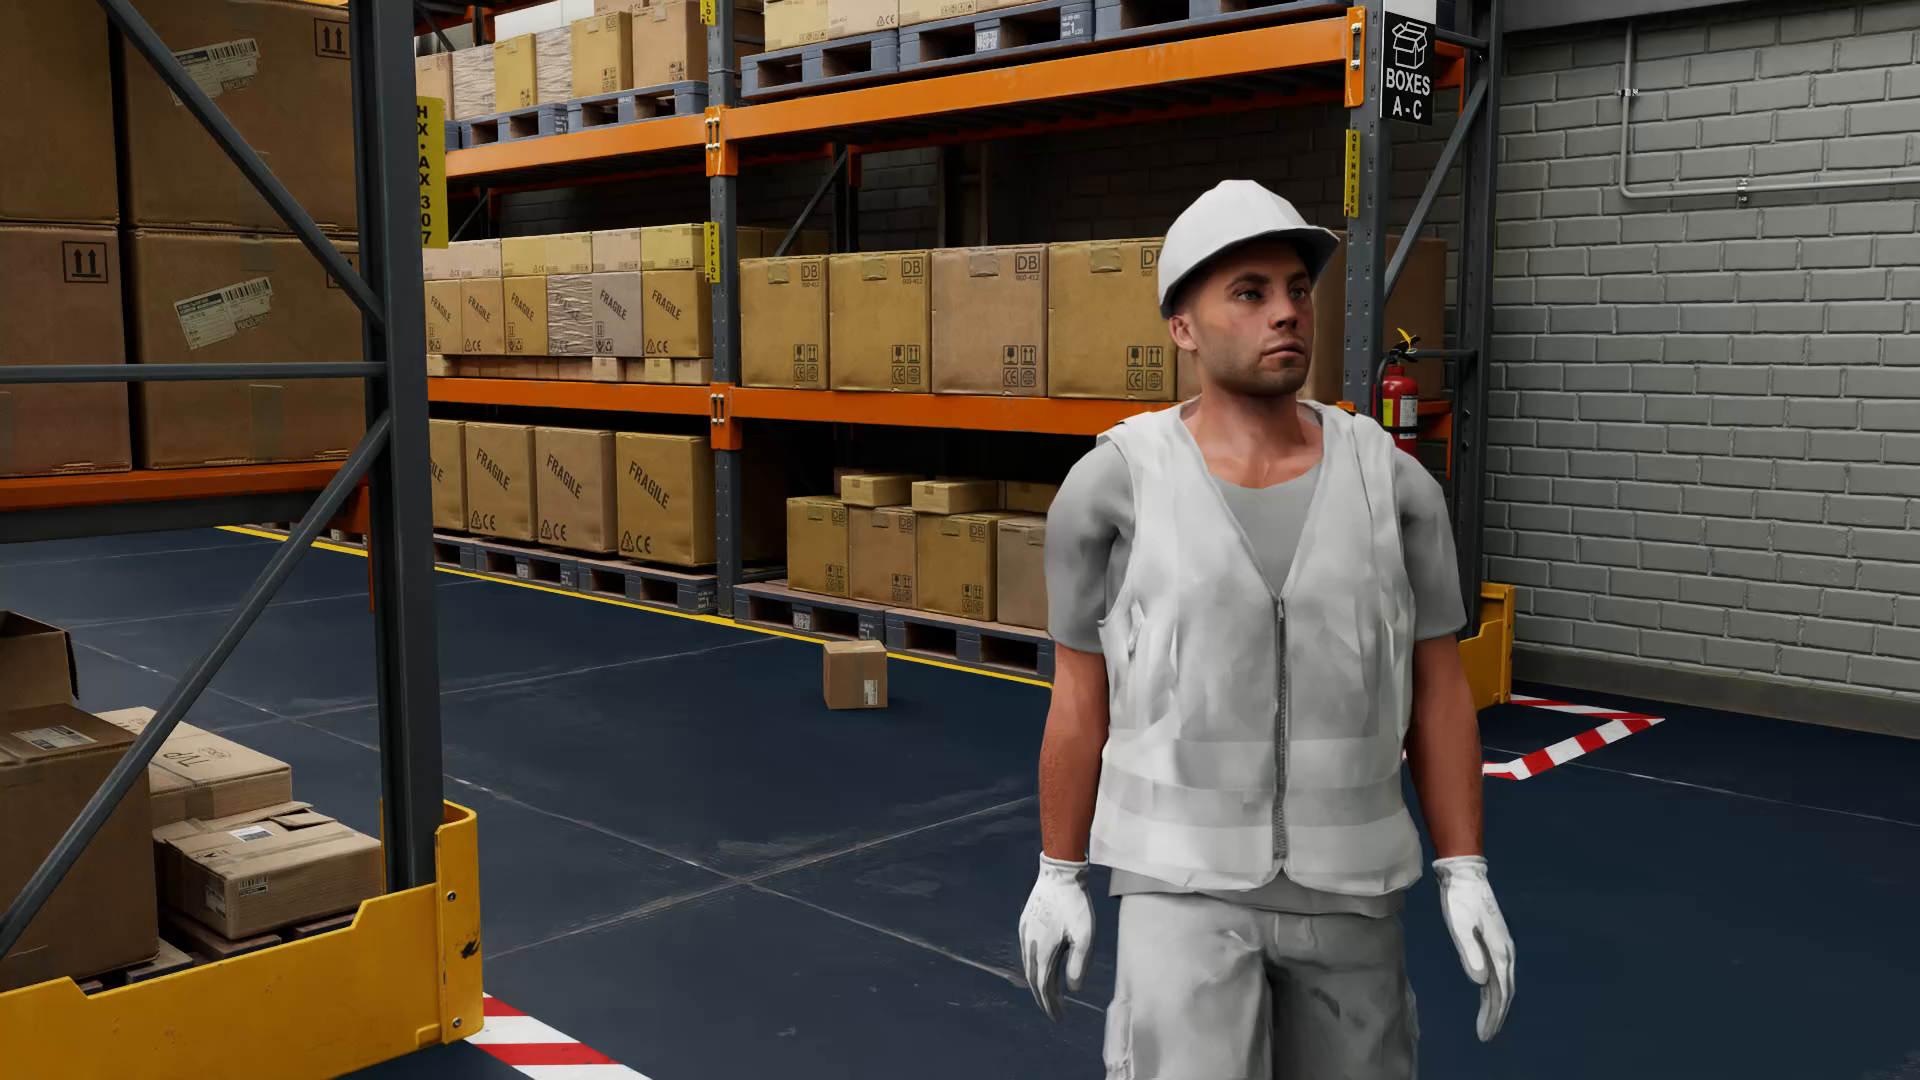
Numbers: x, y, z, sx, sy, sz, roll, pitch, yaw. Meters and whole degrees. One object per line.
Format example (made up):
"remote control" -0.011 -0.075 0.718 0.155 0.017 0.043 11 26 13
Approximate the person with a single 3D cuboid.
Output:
"person" 0.378 0.435 2.089 0.589 1.755 0.967 0 7 -4
